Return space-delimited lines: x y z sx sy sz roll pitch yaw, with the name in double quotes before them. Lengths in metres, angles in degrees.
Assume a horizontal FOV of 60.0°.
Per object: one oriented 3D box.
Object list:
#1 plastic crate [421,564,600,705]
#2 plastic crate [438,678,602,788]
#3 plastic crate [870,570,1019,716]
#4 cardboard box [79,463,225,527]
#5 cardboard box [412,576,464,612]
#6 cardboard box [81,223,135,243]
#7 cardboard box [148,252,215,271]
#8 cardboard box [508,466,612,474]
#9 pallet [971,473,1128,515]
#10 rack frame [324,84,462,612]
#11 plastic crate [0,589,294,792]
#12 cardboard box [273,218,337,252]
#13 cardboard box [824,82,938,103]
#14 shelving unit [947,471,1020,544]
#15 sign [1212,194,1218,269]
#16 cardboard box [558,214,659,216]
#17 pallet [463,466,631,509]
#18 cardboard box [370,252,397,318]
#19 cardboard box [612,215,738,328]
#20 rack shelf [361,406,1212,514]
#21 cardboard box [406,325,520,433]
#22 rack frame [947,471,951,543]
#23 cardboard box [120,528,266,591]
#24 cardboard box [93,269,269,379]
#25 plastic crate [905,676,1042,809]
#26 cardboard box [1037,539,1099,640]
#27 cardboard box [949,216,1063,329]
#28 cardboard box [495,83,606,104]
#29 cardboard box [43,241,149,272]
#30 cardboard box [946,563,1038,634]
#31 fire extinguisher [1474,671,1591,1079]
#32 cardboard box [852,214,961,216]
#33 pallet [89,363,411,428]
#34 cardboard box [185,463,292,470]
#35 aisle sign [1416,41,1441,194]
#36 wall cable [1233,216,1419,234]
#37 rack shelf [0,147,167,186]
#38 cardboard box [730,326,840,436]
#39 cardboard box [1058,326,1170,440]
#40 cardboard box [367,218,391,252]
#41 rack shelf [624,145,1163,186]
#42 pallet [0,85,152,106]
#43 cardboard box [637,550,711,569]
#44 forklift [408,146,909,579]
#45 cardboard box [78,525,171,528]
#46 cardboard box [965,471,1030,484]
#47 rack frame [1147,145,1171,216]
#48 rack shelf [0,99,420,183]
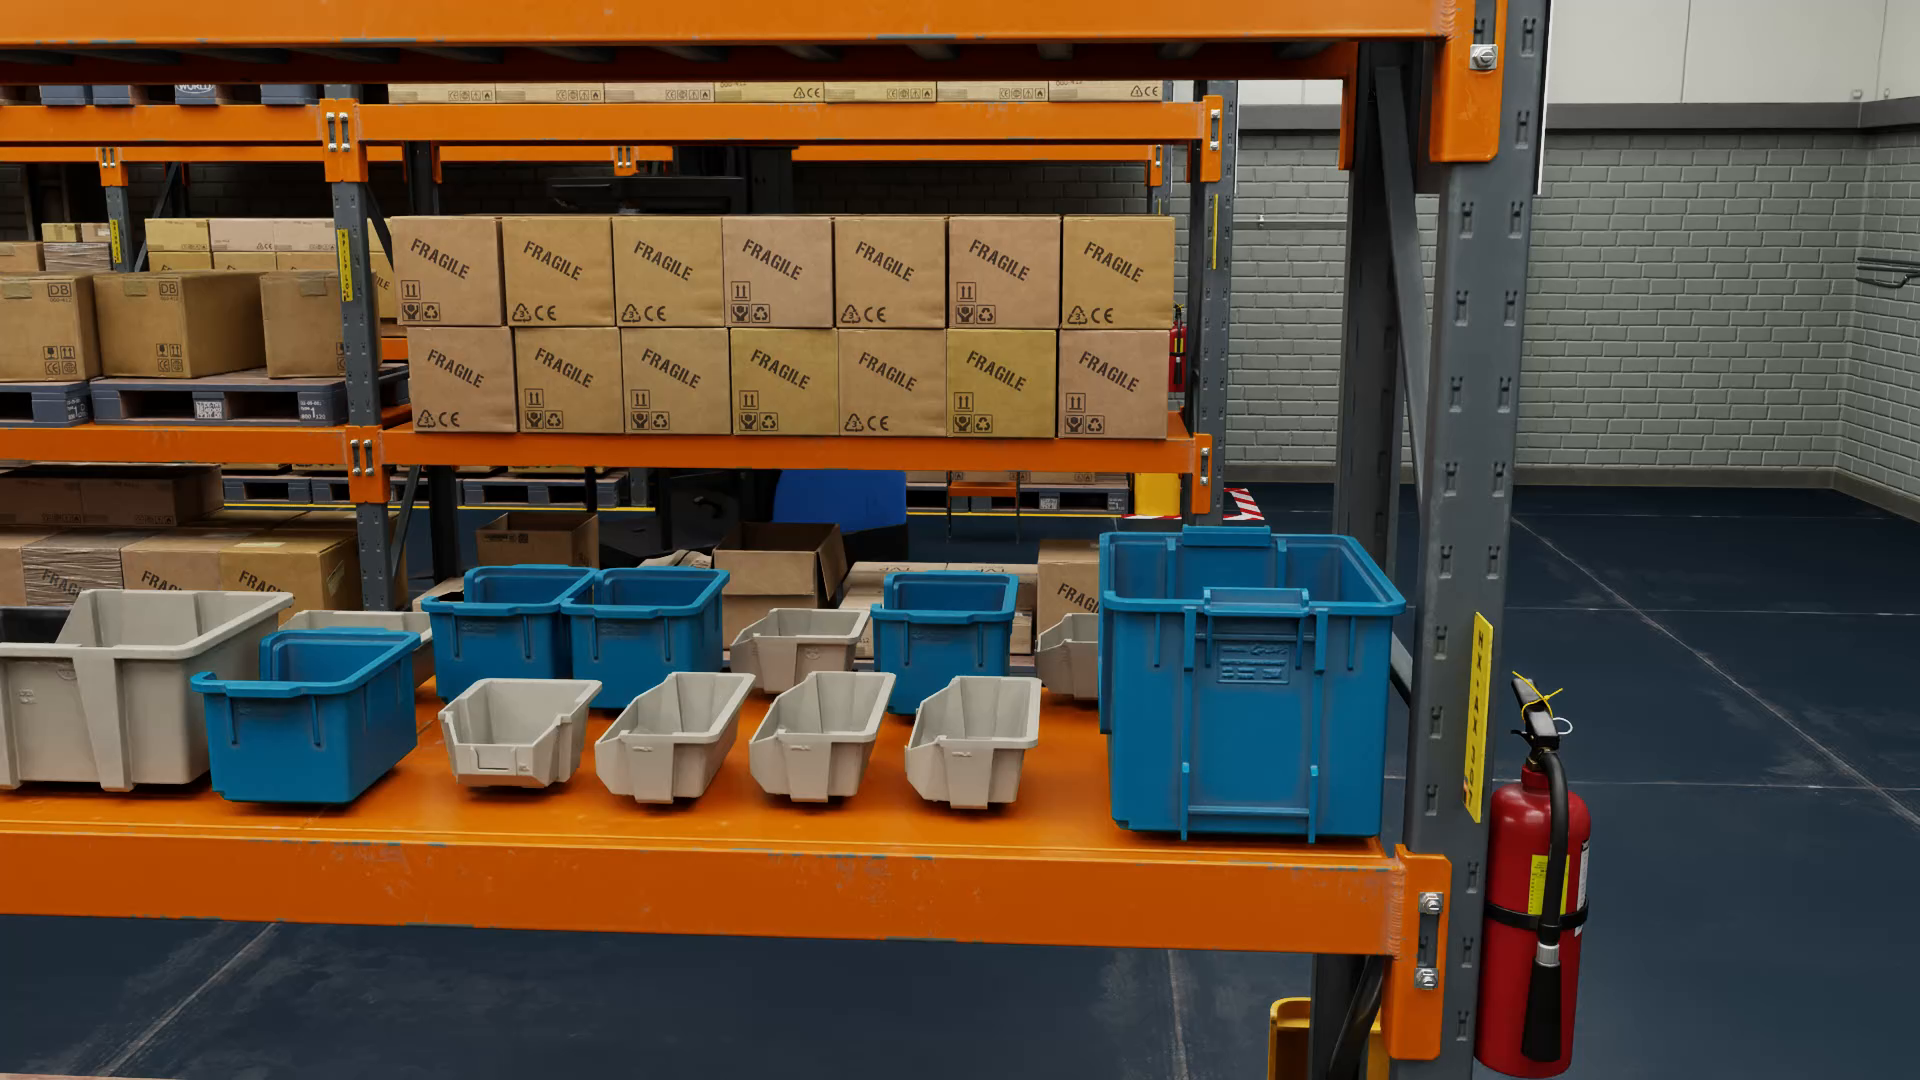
"plastic crate" -0.984 0.213 3.687 0.300 0.233 0.416 1 12 4
"plastic crate" -0.836 0.372 3.159 0.250 0.136 0.298 1 12 4
"plastic crate" -0.027 0.226 3.625 0.300 0.233 0.416 1 12 4
"cardboard box" -4.266 -0.243 8.801 0.500 0.250 0.500 1 12 4
"cardboard box" -2.398 0.337 8.323 0.500 0.311 0.500 1 12 4
"cardboard box" -6.812 -2.461 13.303 0.250 0.149 0.380 -1 12 -4
"cardboard box" -5.999 -2.026 13.107 0.500 0.500 0.500 1 12 5
"cardboard box" -3.132 -0.961 13.263 0.750 0.750 0.750 1 12 4
"pallet" 0.713 -0.401 13.170 1.213 0.211 1.003 1 12 4
"rack frame" -2.802 -0.814 8.332 0.127 3.000 1.000 1 12 4
"plastic crate" -1.626 0.285 3.221 0.530 0.282 0.437 1 12 4
"cardboard box" -4.995 -2.380 12.967 0.500 0.250 0.500 1 12 4
"cardboard box" -0.339 -2.120 7.618 0.500 0.250 0.500 1 12 4
"shelving unit" 0.165 -0.585 11.634 0.503 1.200 0.258 1 12 4
"sign" 1.132 -1.367 7.379 0.005 0.325 0.100 1 12 4
"cardboard box" -1.769 -1.392 8.408 0.500 0.500 0.500 1 12 3
"pallet" -3.250 -0.456 13.432 1.213 0.211 1.003 1 12 4
"cardboard box" -4.462 -2.004 13.004 0.500 0.500 0.500 1 12 5
"cardboard box" -1.323 -1.274 7.846 0.500 0.500 0.500 0 12 2
"rack shelf" -0.807 -0.434 8.275 4.000 0.370 1.077 1 12 4
"cardboard box" -2.312 -0.800 8.022 0.500 0.500 0.500 1 12 5
"rack frame" -0.078 -0.588 11.650 0.015 1.200 0.240 1 12 4
"cardboard box" -3.807 0.238 8.336 0.500 0.500 0.500 1 12 4
"cardboard box" -3.950 -1.117 8.511 0.500 0.500 0.700 3 12 13
"plastic crate" 0.028 0.378 3.130 0.243 0.136 0.396 1 12 4
"cardboard box" 0.630 0.292 8.076 0.500 0.500 0.500 1 12 4
"cardboard box" 0.222 -1.254 7.750 0.500 0.500 0.500 1 12 5
"cardboard box" -1.835 -2.144 7.730 0.500 0.250 0.500 1 12 4
"cardboard box" -6.936 -2.149 13.397 0.500 0.500 0.700 -1 12 -3
"cardboard box" 0.166 0.299 8.652 0.500 0.250 0.500 1 12 4
"fire extinguisher" 0.974 0.568 2.825 0.183 0.674 0.296 1 12 4
"cardboard box" -0.257 -1.371 8.309 0.500 0.500 0.500 1 12 5
"pallet" -3.592 -0.753 8.510 1.213 0.211 1.003 1 12 4
"cardboard box" -5.741 -0.997 13.433 0.750 0.750 0.750 1 12 3
"aisle sign" 0.946 -1.079 3.252 0.004 0.787 0.394 1 12 4
"wall cable" 2.857 -2.444 13.644 1.851 1.984 0.084 1 12 4
"rack shelf" -8.462 -3.024 13.329 4.000 0.370 1.077 1 12 4
"cardboard box" -0.794 -0.780 7.925 0.500 0.500 0.500 1 12 3
"cardboard box" 0.724 -0.758 7.823 0.500 0.500 0.500 1 12 5
"cardboard box" -4.485 -2.374 12.940 0.500 0.250 0.500 1 12 3
"rack shelf" -0.480 -2.914 12.806 4.000 0.370 1.077 1 12 4
"pallet" -4.483 -2.227 8.220 1.003 0.211 1.213 1 12 4
"cardboard box" -1.467 0.247 8.753 0.500 0.311 0.500 1 12 4
"forklift" -1.810 -1.140 10.057 3.031 2.935 1.130 -9 15 -37
"cardboard box" -4.300 0.125 8.876 0.500 0.500 0.500 1 12 4
"cardboard box" 0.312 -0.749 13.102 0.500 0.500 0.700 1 12 4
"rack frame" 1.516 -1.771 12.908 0.127 3.000 1.000 1 12 4
"rack shelf" -4.798 -1.957 8.229 4.000 0.370 1.077 1 12 4
